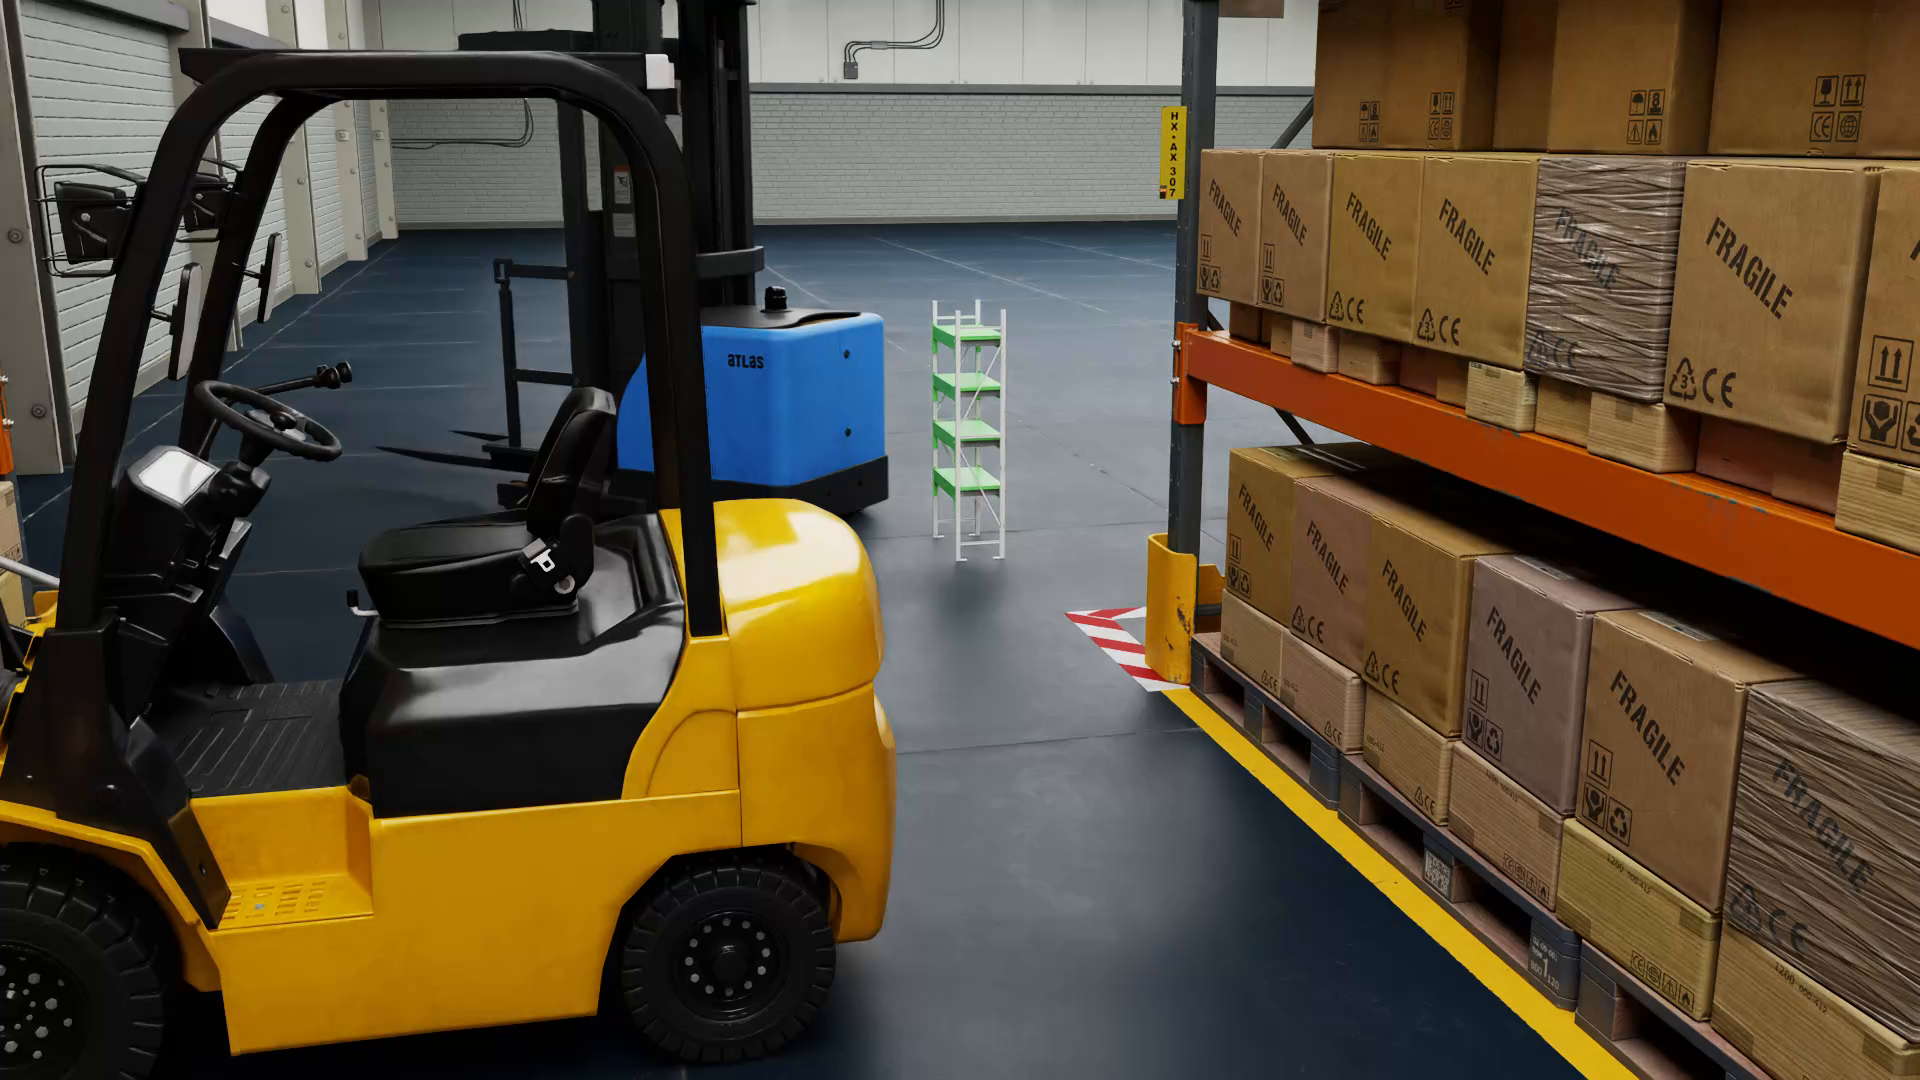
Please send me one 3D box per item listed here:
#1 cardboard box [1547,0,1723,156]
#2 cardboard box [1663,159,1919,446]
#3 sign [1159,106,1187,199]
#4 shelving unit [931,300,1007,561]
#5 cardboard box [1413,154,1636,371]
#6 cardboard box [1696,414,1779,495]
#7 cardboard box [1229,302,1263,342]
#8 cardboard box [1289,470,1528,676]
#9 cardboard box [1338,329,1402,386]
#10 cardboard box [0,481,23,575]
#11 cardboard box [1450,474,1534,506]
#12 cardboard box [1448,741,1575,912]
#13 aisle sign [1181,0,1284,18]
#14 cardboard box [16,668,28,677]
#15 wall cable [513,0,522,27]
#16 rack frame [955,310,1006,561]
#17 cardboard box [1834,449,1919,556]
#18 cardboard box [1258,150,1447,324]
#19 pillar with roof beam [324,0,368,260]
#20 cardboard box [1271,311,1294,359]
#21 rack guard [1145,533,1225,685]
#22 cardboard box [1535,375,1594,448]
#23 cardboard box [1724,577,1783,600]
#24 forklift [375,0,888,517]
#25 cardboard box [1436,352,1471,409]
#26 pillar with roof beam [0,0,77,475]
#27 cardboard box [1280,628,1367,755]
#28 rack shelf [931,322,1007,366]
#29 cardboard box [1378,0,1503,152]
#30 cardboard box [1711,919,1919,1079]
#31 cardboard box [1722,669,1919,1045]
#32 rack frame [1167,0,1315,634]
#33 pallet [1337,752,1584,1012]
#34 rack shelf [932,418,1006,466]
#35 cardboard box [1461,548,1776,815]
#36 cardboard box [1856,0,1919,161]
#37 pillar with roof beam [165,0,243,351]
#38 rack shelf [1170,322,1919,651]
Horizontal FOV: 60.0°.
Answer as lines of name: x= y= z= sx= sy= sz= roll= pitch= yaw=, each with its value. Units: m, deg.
cardboard box: x=1.943 y=-1.225 z=4.175 sx=0.700 sy=0.500 sz=0.500 roll=-3 pitch=14 yaw=-14
cardboard box: x=1.763 y=-0.481 z=3.237 sx=0.500 sy=0.500 sz=0.500 roll=-3 pitch=14 yaw=-11
sign: x=0.770 y=-1.394 z=5.987 sx=0.100 sy=0.325 sz=0.005 roll=-3 pitch=14 yaw=-13
shelving unit: x=0.039 y=-0.545 z=8.128 sx=0.258 sy=1.200 sz=0.503 roll=-3 pitch=14 yaw=-13
cardboard box: x=1.512 y=-0.718 z=4.208 sx=0.500 sy=0.500 sz=0.500 roll=-4 pitch=14 yaw=-14
cardboard box: x=1.770 y=-0.196 z=3.437 sx=0.380 sy=0.149 sz=0.250 roll=-3 pitch=14 yaw=-14
cardboard box: x=1.176 y=-0.791 z=5.875 sx=0.380 sy=0.149 sz=0.250 roll=-3 pitch=14 yaw=-13
cardboard box: x=1.351 y=0.091 z=5.061 sx=0.500 sy=0.500 sz=0.500 roll=-4 pitch=14 yaw=-15
cardboard box: x=1.341 y=-0.549 z=4.885 sx=0.380 sy=0.149 sz=0.250 roll=-3 pitch=14 yaw=-12
cardboard box: x=-3.115 y=0.009 z=4.872 sx=0.500 sy=0.250 sz=0.500 roll=-3 pitch=14 yaw=-11
cardboard box: x=1.865 y=0.055 z=5.212 sx=0.500 sy=0.500 sz=0.500 roll=-3 pitch=14 yaw=-11
cardboard box: x=1.587 y=0.690 z=4.192 sx=0.500 sy=0.250 sz=0.500 roll=-3 pitch=14 yaw=-12
aisle sign: x=0.982 y=-2.263 z=5.893 sx=0.394 sy=0.787 sz=0.004 roll=-3 pitch=14 yaw=-13
cardboard box: x=-3.109 y=0.497 z=4.983 sx=0.500 sy=0.250 sz=0.500 roll=-3 pitch=14 yaw=-13
wall cable: x=-8.062 y=-12.199 z=35.300 sx=3.097 sy=2.526 sz=0.112 roll=-3 pitch=14 yaw=-13
rack frame: x=0.096 y=-0.488 z=7.898 sx=0.240 sy=1.200 sz=0.015 roll=-3 pitch=14 yaw=-13
cardboard box: x=1.800 y=-0.073 z=2.934 sx=0.380 sy=0.149 sz=0.250 roll=-3 pitch=14 yaw=-12
cardboard box: x=1.264 y=-0.952 z=5.168 sx=0.500 sy=0.500 sz=0.500 roll=-3 pitch=14 yaw=-11
pillar with roof beam: x=-5.691 y=-9.206 z=27.147 sx=9.100 sy=9.000 sz=0.400 roll=-3 pitch=14 yaw=-13
cardboard box: x=1.233 y=-0.668 z=5.371 sx=0.380 sy=0.149 sz=0.250 roll=-4 pitch=14 yaw=-15
rack guard: x=1.315 y=0.228 z=6.439 sx=1.175 sy=0.500 sz=0.348 roll=-3 pitch=14 yaw=-13
cardboard box: x=1.592 y=-0.311 z=3.907 sx=0.380 sy=0.149 sz=0.250 roll=-4 pitch=14 yaw=-14
cardboard box: x=2.103 y=0.293 z=4.236 sx=0.500 sy=0.500 sz=0.500 roll=-3 pitch=14 yaw=-10
forklift: x=-1.934 y=-1.654 z=9.022 sx=3.031 sy=2.935 sz=1.130 roll=7 pitch=16 yaw=27
cardboard box: x=1.494 y=-0.429 z=4.393 sx=0.380 sy=0.149 sz=0.250 roll=-4 pitch=14 yaw=-15
pillar with roof beam: x=-1.464 y=-5.053 z=10.150 sx=9.100 sy=9.000 sz=0.400 roll=-3 pitch=14 yaw=-13
cardboard box: x=1.331 y=0.448 z=5.182 sx=0.500 sy=0.250 sz=0.500 roll=-3 pitch=14 yaw=-11
rack shelf: x=0.039 y=-0.949 z=8.030 sx=0.258 sy=0.148 sz=0.480 roll=-3 pitch=14 yaw=-13
cardboard box: x=1.741 y=-1.459 z=5.136 sx=0.700 sy=0.500 sz=0.500 roll=-3 pitch=14 yaw=-13
cardboard box: x=1.837 y=0.930 z=3.210 sx=0.500 sy=0.250 sz=0.500 roll=-3 pitch=14 yaw=-11
cardboard box: x=1.837 y=0.565 z=3.122 sx=0.500 sy=0.500 sz=0.500 roll=-3 pitch=14 yaw=-14
rack frame: x=1.297 y=-1.003 z=6.214 sx=1.000 sy=3.000 sz=0.127 roll=-3 pitch=14 yaw=-13
pallet: x=1.755 y=0.839 z=4.548 sx=1.003 sy=0.211 sz=1.213 roll=-3 pitch=14 yaw=-13
rack shelf: x=0.039 y=-0.483 z=8.144 sx=0.258 sy=0.148 sz=0.480 roll=-3 pitch=14 yaw=-13
cardboard box: x=1.595 y=0.330 z=4.083 sx=0.500 sy=0.500 sz=0.500 roll=-3 pitch=14 yaw=-10
cardboard box: x=2.246 y=-0.992 z=3.223 sx=0.700 sy=0.500 sz=0.500 roll=-3 pitch=14 yaw=-13
pillar with roof beam: x=-2.873 y=-6.438 z=15.816 sx=9.100 sy=9.000 sz=0.400 roll=-3 pitch=14 yaw=-13
rack shelf: x=1.767 y=-0.193 z=4.411 sx=1.077 sy=0.370 sz=4.000 roll=-3 pitch=14 yaw=-13
